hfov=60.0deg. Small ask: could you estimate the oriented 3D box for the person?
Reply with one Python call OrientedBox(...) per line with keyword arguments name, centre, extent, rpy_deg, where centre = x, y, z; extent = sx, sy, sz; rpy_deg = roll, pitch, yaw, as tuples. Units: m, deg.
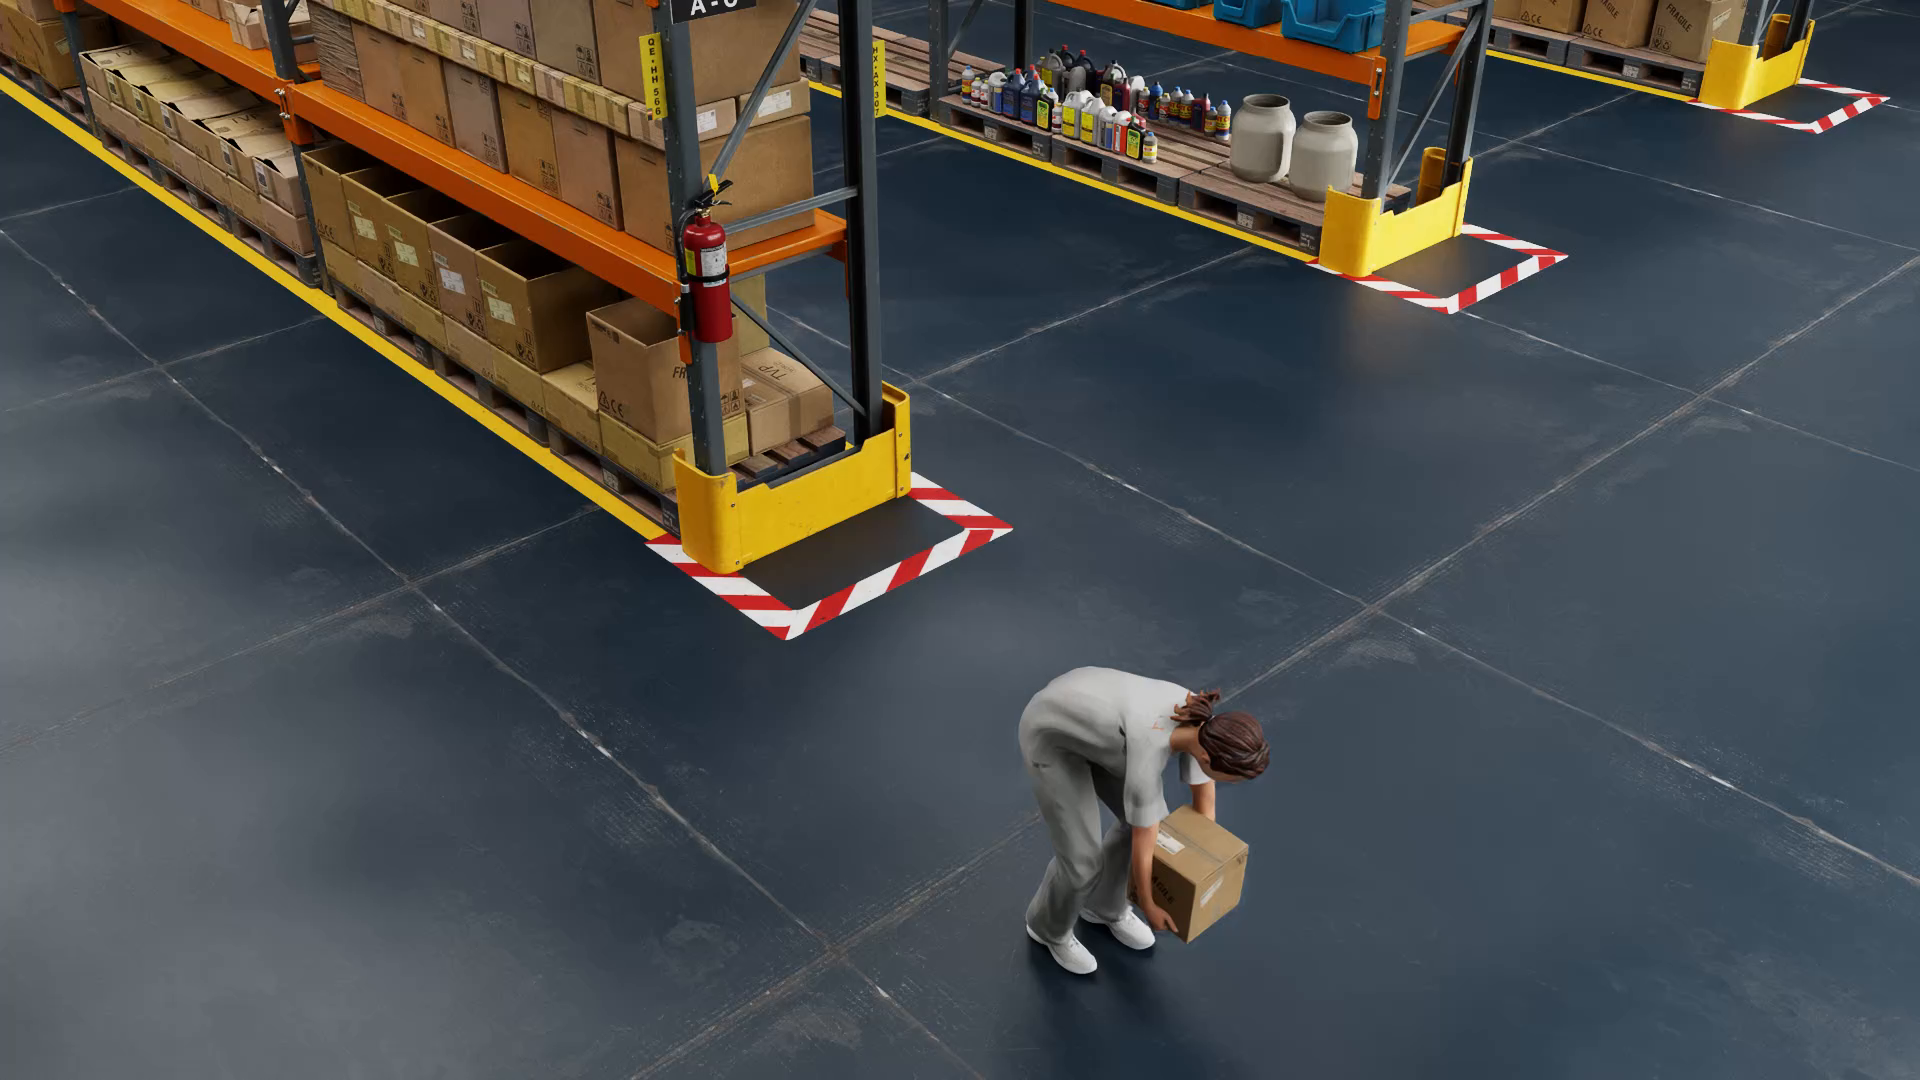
OrientedBox(name="person", centre=(0.547, 0.891, 5.166), extent=(0.429, 1.190, 0.843), rpy_deg=(-28, 41, -37))
